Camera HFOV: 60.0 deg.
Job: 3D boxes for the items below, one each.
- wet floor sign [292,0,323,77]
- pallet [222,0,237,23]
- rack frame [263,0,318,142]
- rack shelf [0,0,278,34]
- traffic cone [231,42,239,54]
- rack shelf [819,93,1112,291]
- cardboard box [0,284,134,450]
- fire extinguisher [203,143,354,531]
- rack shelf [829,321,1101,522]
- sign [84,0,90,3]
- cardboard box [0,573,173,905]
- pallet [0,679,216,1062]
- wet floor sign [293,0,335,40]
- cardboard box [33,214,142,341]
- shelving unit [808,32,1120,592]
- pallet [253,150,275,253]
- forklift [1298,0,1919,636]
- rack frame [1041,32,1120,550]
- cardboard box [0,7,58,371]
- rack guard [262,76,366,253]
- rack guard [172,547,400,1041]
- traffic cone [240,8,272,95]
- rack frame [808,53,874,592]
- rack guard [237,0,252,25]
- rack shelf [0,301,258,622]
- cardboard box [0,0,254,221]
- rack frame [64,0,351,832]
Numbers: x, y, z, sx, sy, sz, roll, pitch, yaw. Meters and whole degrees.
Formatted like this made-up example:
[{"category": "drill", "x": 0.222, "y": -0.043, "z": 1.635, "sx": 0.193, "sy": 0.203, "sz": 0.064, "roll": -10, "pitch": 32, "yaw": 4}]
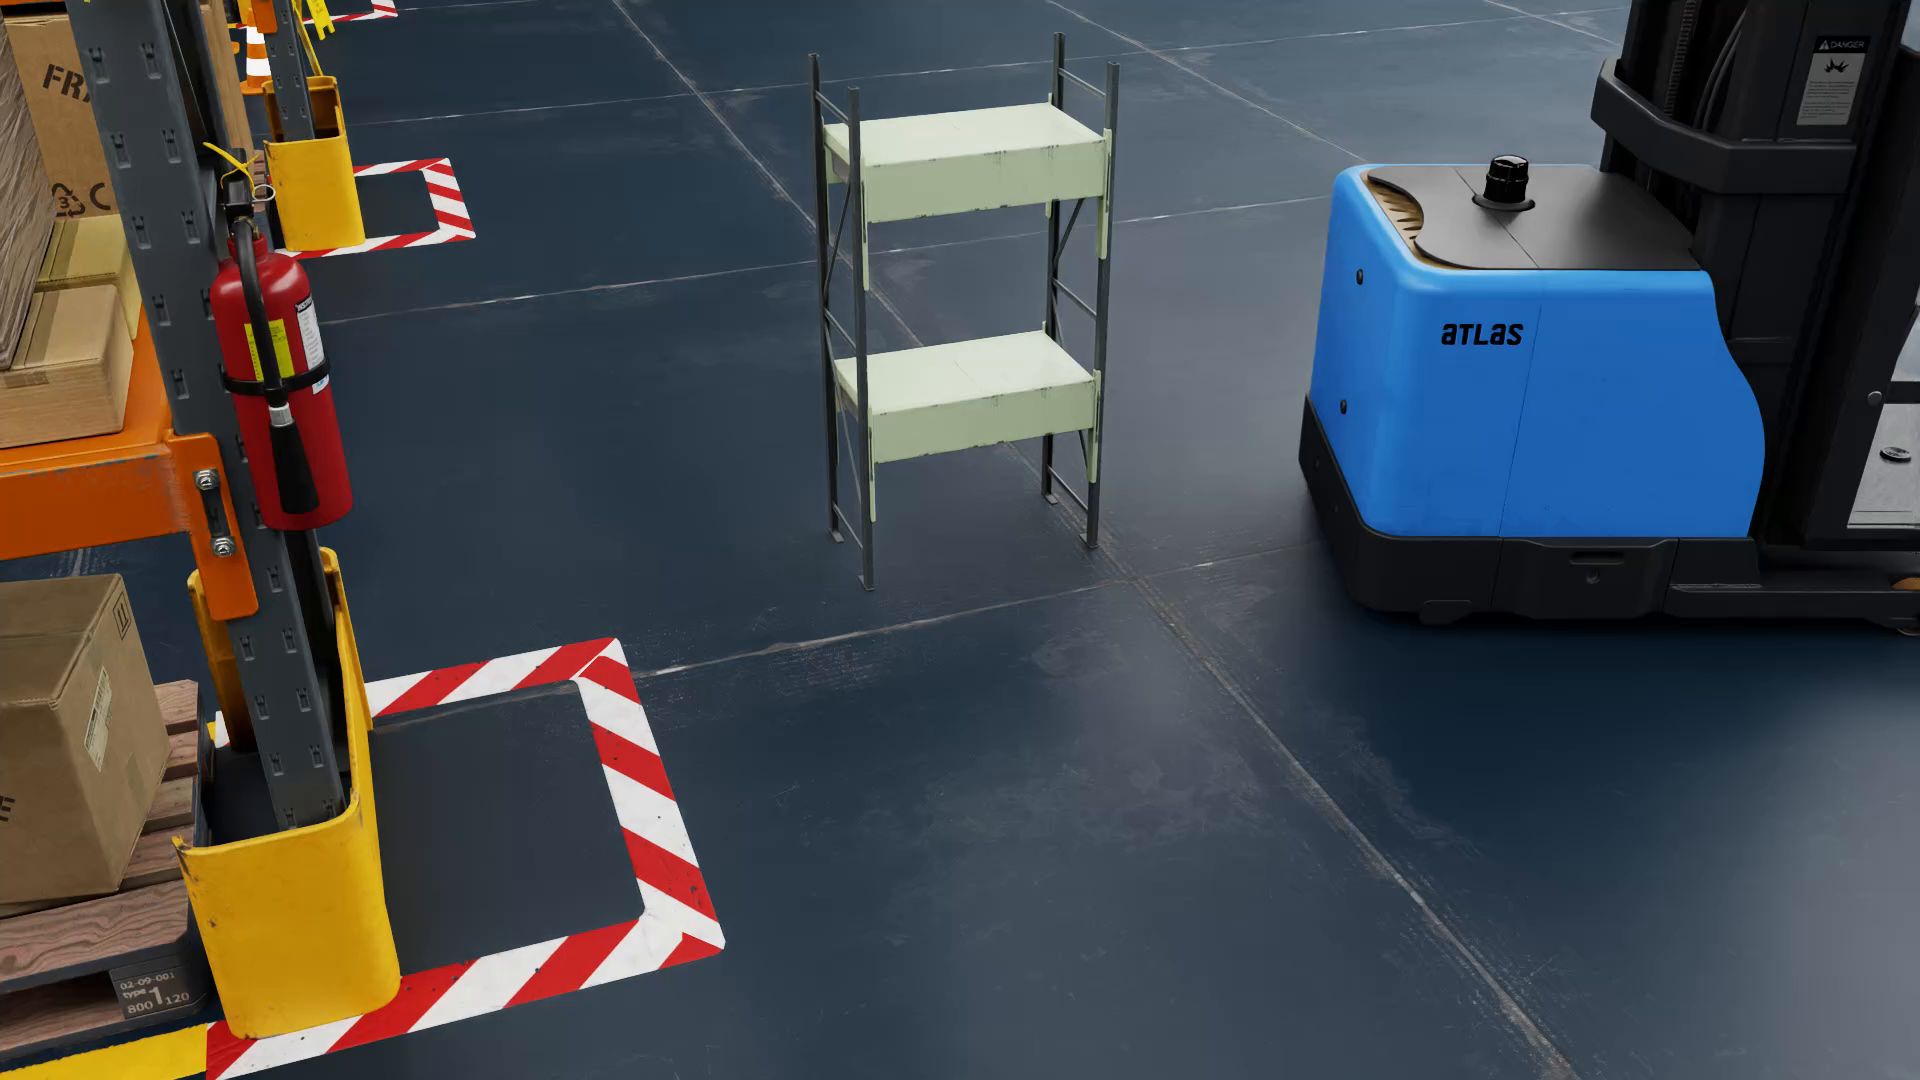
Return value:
[{"category": "wet floor sign", "x": -3.774, "y": -2.793, "z": 9.501, "sx": 0.232, "sy": 0.644, "sz": 0.267, "roll": -16, "pitch": 33, "yaw": -26}, {"category": "pallet", "x": -5.776, "y": -3.823, "z": 11.747, "sx": 1.213, "sy": 0.211, "sz": 1.003, "roll": -10, "pitch": 31, "yaw": -18}, {"category": "rack frame", "x": -3.110, "y": -2.893, "z": 7.297, "sx": 0.127, "sy": 3.000, "sz": 1.000, "roll": -10, "pitch": 31, "yaw": -18}, {"category": "rack shelf", "x": -4.985, "y": -2.235, "z": 6.869, "sx": 4.000, "sy": 0.370, "sz": 1.077, "roll": -10, "pitch": 31, "yaw": -18}, {"category": "traffic cone", "x": -4.884, "y": -3.397, "z": 10.745, "sx": 0.334, "sy": 0.463, "sz": 0.336, "roll": -10, "pitch": 31, "yaw": -18}, {"category": "rack shelf", "x": 0.006, "y": -0.992, "z": 4.688, "sx": 0.720, "sy": 0.370, "sz": 0.431, "roll": -10, "pitch": 31, "yaw": -18}, {"category": "cardboard box", "x": -1.671, "y": -0.320, "z": 3.035, "sx": 0.250, "sy": 0.149, "sz": 0.380, "roll": -10, "pitch": 31, "yaw": -18}, {"category": "fire extinguisher", "x": -1.208, "y": -0.346, "z": 2.906, "sx": 0.183, "sy": 0.674, "sz": 0.296, "roll": -10, "pitch": 31, "yaw": -18}, {"category": "rack shelf", "x": 0.006, "y": -0.370, "z": 5.042, "sx": 0.720, "sy": 0.370, "sz": 0.431, "roll": -10, "pitch": 31, "yaw": -18}, {"category": "sign", "x": -1.301, "y": -0.953, "z": 2.404, "sx": 0.005, "sy": 0.325, "sz": 0.100, "roll": -10, "pitch": 31, "yaw": -18}, {"category": "cardboard box", "x": -2.067, "y": 0.430, "z": 3.566, "sx": 0.500, "sy": 0.500, "sz": 0.500, "roll": -5, "pitch": 30, "yaw": -8}, {"category": "pallet", "x": -2.320, "y": 0.775, "z": 3.677, "sx": 1.213, "sy": 0.211, "sz": 1.003, "roll": -10, "pitch": 31, "yaw": -18}, {"category": "wet floor sign", "x": -4.380, "y": -3.685, "z": 11.066, "sx": 0.232, "sy": 0.644, "sz": 0.267, "roll": 0, "pitch": 30, "yaw": 0}, {"category": "cardboard box", "x": -1.826, "y": -0.526, "z": 3.397, "sx": 0.250, "sy": 0.149, "sz": 0.380, "roll": -10, "pitch": 31, "yaw": -18}, {"category": "shelving unit", "x": 0.006, "y": -0.653, "z": 4.881, "sx": 0.755, "sy": 1.500, "sz": 0.431, "roll": -10, "pitch": 31, "yaw": -18}, {"category": "pallet", "x": -3.832, "y": -1.507, "z": 7.681, "sx": 1.213, "sy": 0.211, "sz": 1.003, "roll": -10, "pitch": 31, "yaw": -18}, {"category": "forklift", "x": 2.647, "y": -1.263, "z": 4.506, "sx": 3.031, "sy": 2.935, "sz": 1.130, "roll": 0, "pitch": 30, "yaw": 0}, {"category": "rack frame", "x": 0.349, "y": -0.716, "z": 4.992, "sx": 0.023, "sy": 1.500, "sz": 0.400, "roll": -10, "pitch": 31, "yaw": -18}, {"category": "cardboard box", "x": -2.001, "y": -0.664, "z": 2.984, "sx": 0.500, "sy": 0.500, "sz": 0.875, "roll": -10, "pitch": 31, "yaw": -18}, {"category": "rack guard", "x": -3.088, "y": -1.811, "z": 7.923, "sx": 0.348, "sy": 0.500, "sz": 1.175, "roll": -10, "pitch": 31, "yaw": -18}, {"category": "rack guard", "x": -1.547, "y": 0.525, "z": 3.823, "sx": 0.348, "sy": 0.500, "sz": 1.175, "roll": -10, "pitch": 31, "yaw": -18}, {"category": "traffic cone", "x": -4.179, "y": -2.940, "z": 9.944, "sx": 0.334, "sy": 0.463, "sz": 0.336, "roll": -10, "pitch": 31, "yaw": -18}, {"category": "rack frame", "x": -0.337, "y": -0.590, "z": 4.770, "sx": 0.023, "sy": 1.500, "sz": 0.400, "roll": -10, "pitch": 31, "yaw": -18}, {"category": "rack guard", "x": -5.002, "y": -4.072, "z": 11.893, "sx": 0.348, "sy": 0.500, "sz": 1.175, "roll": -10, "pitch": 31, "yaw": -18}, {"category": "rack shelf", "x": -3.350, "y": 0.084, "z": 2.799, "sx": 4.000, "sy": 0.370, "sz": 1.077, "roll": -10, "pitch": 31, "yaw": -18}, {"category": "cardboard box", "x": -3.723, "y": -2.004, "z": 7.460, "sx": 0.875, "sy": 0.875, "sz": 0.875, "roll": -10, "pitch": 31, "yaw": -17}, {"category": "rack frame", "x": -1.476, "y": -0.574, "z": 3.227, "sx": 0.127, "sy": 3.000, "sz": 1.000, "roll": -10, "pitch": 31, "yaw": -18}]
